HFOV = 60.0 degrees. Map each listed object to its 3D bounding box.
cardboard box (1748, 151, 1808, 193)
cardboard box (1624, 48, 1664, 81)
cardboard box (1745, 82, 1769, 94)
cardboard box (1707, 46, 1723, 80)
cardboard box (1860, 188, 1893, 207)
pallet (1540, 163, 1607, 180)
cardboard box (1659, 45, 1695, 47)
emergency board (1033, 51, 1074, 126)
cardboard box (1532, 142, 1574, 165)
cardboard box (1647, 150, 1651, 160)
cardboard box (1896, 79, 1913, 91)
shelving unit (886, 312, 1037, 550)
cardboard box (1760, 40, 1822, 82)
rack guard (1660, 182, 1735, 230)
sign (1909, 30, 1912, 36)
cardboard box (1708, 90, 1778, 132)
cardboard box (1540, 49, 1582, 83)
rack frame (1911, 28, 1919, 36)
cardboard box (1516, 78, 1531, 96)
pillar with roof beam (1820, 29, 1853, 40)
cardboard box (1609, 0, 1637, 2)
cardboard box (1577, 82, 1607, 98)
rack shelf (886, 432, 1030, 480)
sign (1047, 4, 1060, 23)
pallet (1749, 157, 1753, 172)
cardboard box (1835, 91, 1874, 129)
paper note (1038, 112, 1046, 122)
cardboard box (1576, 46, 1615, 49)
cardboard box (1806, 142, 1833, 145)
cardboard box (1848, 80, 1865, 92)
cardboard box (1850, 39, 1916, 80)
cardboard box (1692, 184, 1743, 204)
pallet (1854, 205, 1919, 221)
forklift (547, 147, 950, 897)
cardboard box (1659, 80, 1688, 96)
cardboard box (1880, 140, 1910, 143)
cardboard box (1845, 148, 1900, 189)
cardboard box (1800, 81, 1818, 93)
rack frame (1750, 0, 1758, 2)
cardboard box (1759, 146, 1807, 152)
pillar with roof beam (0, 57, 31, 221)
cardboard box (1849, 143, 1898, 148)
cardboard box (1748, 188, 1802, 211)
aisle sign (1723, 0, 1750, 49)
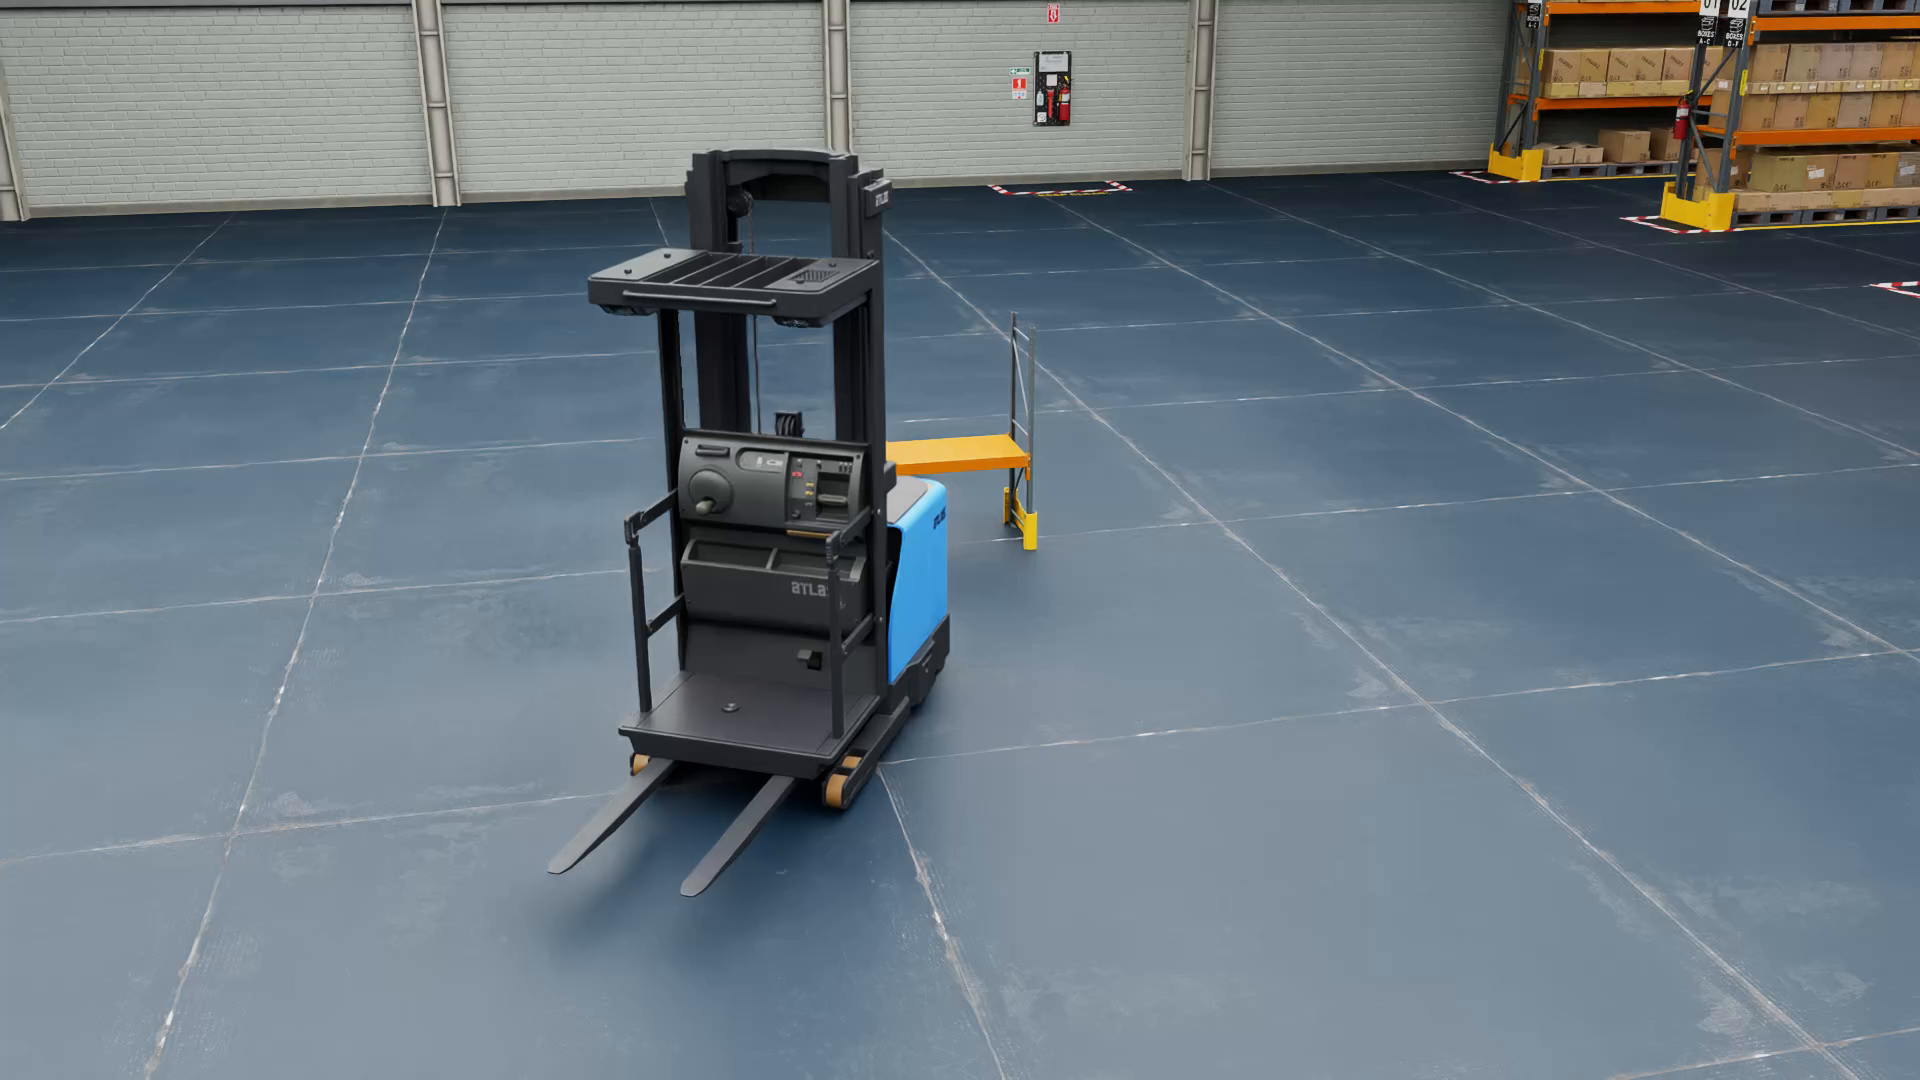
[{"bbox_3d":[11.489,-5.168,23.357,0.500,0.500,0.500,-5,21,-12],"label":"cardboard box"},{"bbox_3d":[11.307,-7.907,27.637,0.500,0.500,0.500,-4,20,-11],"label":"cardboard box"},{"bbox_3d":[10.861,-6.212,22.823,0.250,0.149,0.380,-5,21,-13],"label":"cardboard box"},{"bbox_3d":[12.790,-8.026,27.962,0.500,0.500,0.500,-5,21,-13],"label":"cardboard box"},{"bbox_3d":[12.949,-4.933,23.808,0.500,0.250,0.500,-5,21,-12],"label":"cardboard box"},{"bbox_3d":[10.159,-6.308,28.228,1.213,0.211,1.003,-5,21,-12],"label":"pallet"},{"bbox_3d":[12.169,-8.160,28.328,0.500,0.500,0.500,-5,21,-13],"label":"cardboard box"},{"bbox_3d":[1.515,-7.246,26.735,0.643,1.169,0.194,-5,21,-12],"label":"emergency board"},{"bbox_3d":[9.980,-6.528,28.043,0.500,0.311,0.500,-7,21,-19],"label":"cardboard box"},{"bbox_3d":[11.618,-6.624,28.541,0.250,0.149,0.380,-6,21,-17],"label":"cardboard box"},{"bbox_3d":[13.116,-6.396,23.326,0.250,0.149,0.380,-5,21,-13],"label":"cardboard box"},{"bbox_3d":[-0.074,-0.698,11.040,1.083,1.500,0.587,-5,21,-12],"label":"shelving unit"},{"bbox_3d":[11.449,-6.638,23.042,0.500,0.500,0.700,-5,21,-14],"label":"cardboard box"},{"bbox_3d":[10.406,-4.726,23.488,0.348,0.500,1.175,-5,21,-12],"label":"rack guard"},{"bbox_3d":[16.940,-8.921,29.625,0.005,0.325,0.100,-5,21,-12],"label":"sign"},{"bbox_3d":[10.887,-5.981,23.135,0.500,0.500,0.700,-5,21,-12],"label":"cardboard box"},{"bbox_3d":[9.820,-7.787,27.311,0.500,0.500,0.500,-5,21,-12],"label":"cardboard box"},{"bbox_3d":[17.071,-8.192,29.318,0.127,3.000,1.000,-5,21,-12],"label":"rack frame"},{"bbox_3d":[9.696,-7.600,27.890,0.500,0.250,0.500,-4,21,-12],"label":"cardboard box"},{"bbox_3d":[16.598,-9.755,24.862,0.400,9.000,9.100,-5,21,-12],"label":"pillar with roof beam"},{"bbox_3d":[10.704,-9.040,27.096,0.500,0.500,0.500,-4,20,-10],"label":"cardboard box"},{"bbox_3d":[10.336,-7.476,27.552,0.500,0.250,0.500,-5,21,-14],"label":"cardboard box"},{"bbox_3d":[-0.083,-0.529,11.100,1.000,0.185,0.538,-5,21,-12],"label":"rack shelf"},{"bbox_3d":[1.485,-8.367,26.426,0.199,0.298,0.001,-5,21,-12],"label":"sign"},{"bbox_3d":[13.936,-6.628,29.103,1.213,0.211,1.003,-5,21,-12],"label":"pallet"},{"bbox_3d":[12.393,-6.104,23.472,0.500,0.500,0.700,-4,21,-11],"label":"cardboard box"},{"bbox_3d":[1.327,-6.842,26.912,0.142,0.148,0.016,-5,21,-12],"label":"paper note"},{"bbox_3d":[10.690,-8.038,27.994,0.500,0.500,0.500,-5,21,-14],"label":"cardboard box"},{"bbox_3d":[14.888,-7.057,29.213,0.500,0.500,0.700,-4,21,-12],"label":"cardboard box"},{"bbox_3d":[12.357,-6.333,23.154,0.250,0.149,0.380,-4,21,-12],"label":"cardboard box"},{"bbox_3d":[12.913,-6.757,23.368,0.500,0.500,0.700,-5,21,-12],"label":"cardboard box"},{"bbox_3d":[10.883,-4.949,23.850,0.500,0.250,0.500,-5,21,-12],"label":"cardboard box"},{"bbox_3d":[13.539,-4.860,24.274,1.213,0.211,1.003,-5,21,-12],"label":"pallet"},{"bbox_3d":[-0.967,-0.256,7.753,1.130,2.935,3.031,6,21,16],"label":"forklift"},{"bbox_3d":[11.815,-7.594,27.874,0.500,0.250,0.500,-5,21,-13],"label":"cardboard box"},{"bbox_3d":[16.383,-7.151,29.469,0.500,0.500,0.700,-4,21,-12],"label":"cardboard box"},{"bbox_3d":[12.946,-5.290,23.691,0.500,0.500,0.500,-5,21,-12],"label":"cardboard box"},{"bbox_3d":[11.606,-6.272,22.987,0.250,0.149,0.380,-5,21,-13],"label":"cardboard box"},{"bbox_3d":[10.430,-8.718,22.031,0.127,3.000,1.000,-5,21,-12],"label":"rack frame"},{"bbox_3d":[11.853,-5.386,23.952,0.500,0.500,0.500,-5,21,-12],"label":"cardboard box"},{"bbox_3d":[-12.597,-7.380,18.379,0.400,9.000,9.100,-5,21,-12],"label":"pillar with roof beam"},{"bbox_3d":[13.314,-5.502,24.270,0.500,0.500,0.500,-5,21,-12],"label":"cardboard box"},{"bbox_3d":[11.488,-4.816,23.488,0.500,0.250,0.500,-5,21,-12],"label":"cardboard box"},{"bbox_3d":[10.436,-7.014,22.322,0.004,0.787,0.394,-5,21,-12],"label":"aisle sign"}]
